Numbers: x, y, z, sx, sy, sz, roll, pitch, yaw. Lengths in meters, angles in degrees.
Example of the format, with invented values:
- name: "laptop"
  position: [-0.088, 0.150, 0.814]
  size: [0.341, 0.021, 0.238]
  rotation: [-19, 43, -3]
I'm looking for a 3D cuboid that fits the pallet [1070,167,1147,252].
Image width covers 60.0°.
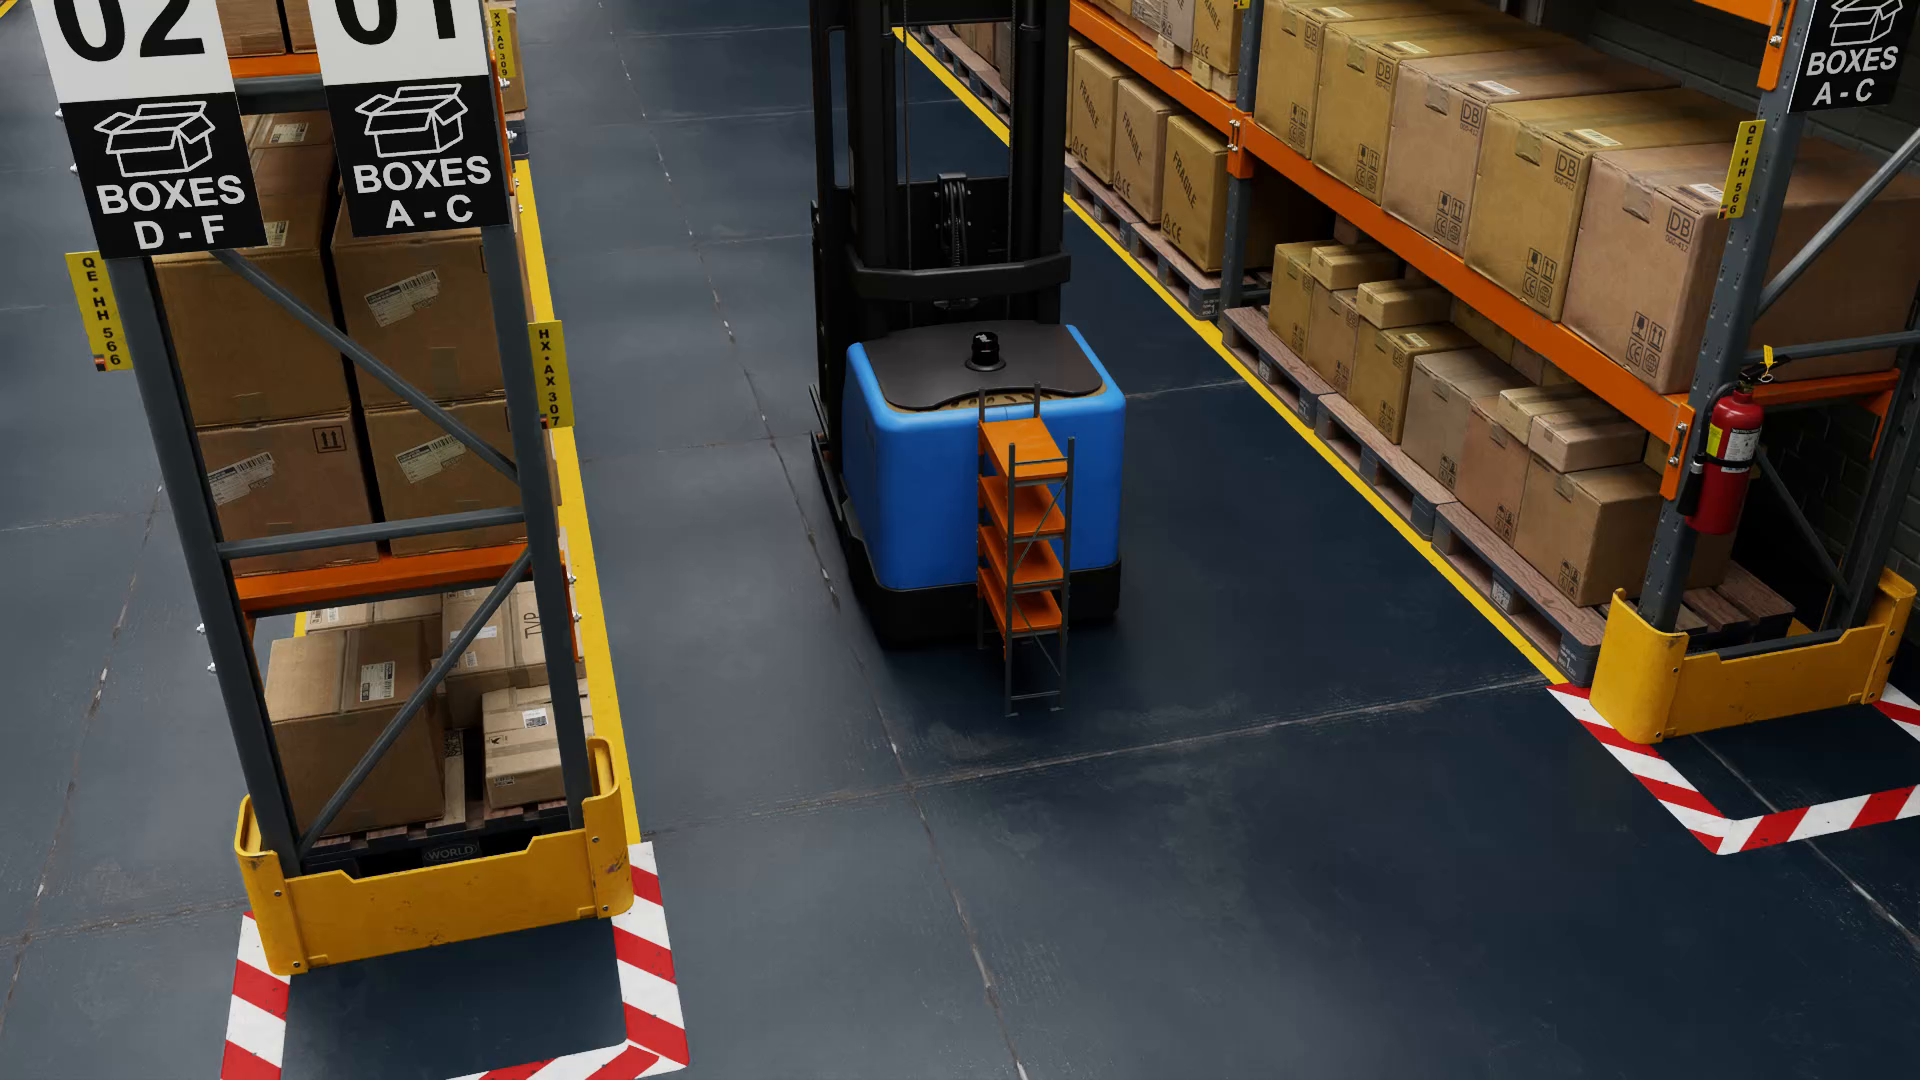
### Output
- name: "pallet"
  position: [1.430, -2.355, 11.607]
  size: [1.003, 0.211, 1.213]
  rotation: [-8, 31, -13]

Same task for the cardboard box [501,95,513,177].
- name: "cardboard box"
  position: [-1.816, -1.235, 5.792]
  size: [0.500, 0.500, 0.500]
  rotation: [-7, 31, -13]

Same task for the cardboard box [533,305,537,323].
- name: "cardboard box"
  position: [-2.316, -0.819, 8.227]
  size: [0.500, 0.500, 0.500]
  rotation: [-8, 31, -13]

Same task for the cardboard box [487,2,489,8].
- name: "cardboard box"
  position: [-2.357, -2.214, 7.483]
  size: [0.500, 0.500, 0.500]
  rotation: [-8, 31, -13]

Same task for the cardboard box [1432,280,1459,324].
- name: "cardboard box"
  position: [2.566, -1.207, 8.270]
  size: [0.380, 0.149, 0.250]
  rotation: [-8, 31, -13]

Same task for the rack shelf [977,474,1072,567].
- name: "rack shelf"
  position: [0.243, -0.091, 6.398]
  size: [0.258, 0.148, 0.480]
  rotation: [-6, 31, -11]

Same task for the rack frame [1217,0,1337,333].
- name: "rack frame"
  position: [2.035, -2.608, 9.262]
  size: [1.000, 3.000, 0.127]
  rotation: [-8, 31, -13]

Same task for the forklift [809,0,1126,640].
- name: "forklift"
  position: [-0.134, -1.577, 7.549]
  size: [1.130, 2.935, 3.031]
  rotation: [-6, 31, -11]

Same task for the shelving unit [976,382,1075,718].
- name: "shelving unit"
  position: [0.243, 0.044, 6.476]
  size: [0.258, 1.200, 0.503]
  rotation: [-6, 31, -11]

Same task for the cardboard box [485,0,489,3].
- name: "cardboard box"
  position: [-1.690, -1.775, 4.977]
  size: [0.500, 0.250, 0.500]
  rotation: [-8, 31, -13]

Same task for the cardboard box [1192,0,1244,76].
- name: "cardboard box"
  position: [1.669, -2.979, 9.485]
  size: [0.500, 0.500, 0.500]
  rotation: [-8, 31, -14]

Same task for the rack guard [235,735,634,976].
- name: "rack guard"
  position: [-1.699, 1.029, 5.473]
  size: [1.175, 0.500, 0.348]
  rotation: [-8, 31, -13]

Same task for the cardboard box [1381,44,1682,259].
- name: "cardboard box"
  position: [2.554, -1.771, 7.515]
  size: [0.980, 0.700, 0.700]
  rotation: [-9, 31, -16]

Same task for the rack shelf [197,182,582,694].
- name: "rack shelf"
  position: [-2.210, -0.671, 6.633]
  size: [1.077, 0.370, 4.000]
  rotation: [-8, 31, -13]

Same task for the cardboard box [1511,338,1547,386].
- name: "cardboard box"
  position: [2.771, -0.836, 7.629]
  size: [0.380, 0.149, 0.250]
  rotation: [-7, 31, -13]

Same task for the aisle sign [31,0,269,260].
- name: "aisle sign"
  position: [-1.956, -1.068, 4.005]
  size: [0.394, 0.787, 0.004]
  rotation: [-8, 31, -13]

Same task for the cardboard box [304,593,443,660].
- name: "cardboard box"
  position: [-2.284, 0.291, 6.559]
  size: [0.500, 0.250, 0.500]
  rotation: [-8, 31, -13]

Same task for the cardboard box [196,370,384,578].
- name: "cardboard box"
  position: [-2.060, -0.239, 5.070]
  size: [0.500, 0.500, 0.500]
  rotation: [-7, 31, -12]

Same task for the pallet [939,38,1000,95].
- name: "pallet"
  position: [0.447, -4.299, 14.967]
  size: [1.003, 0.211, 1.213]
  rotation: [-8, 31, -13]

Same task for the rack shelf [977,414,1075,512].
- name: "rack shelf"
  position: [0.243, -0.296, 6.279]
  size: [0.258, 0.148, 0.480]
  rotation: [-6, 31, -11]

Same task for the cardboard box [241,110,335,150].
- name: "cardboard box"
  position: [-2.339, -1.164, 5.669]
  size: [0.500, 0.500, 0.500]
  rotation: [-7, 31, -12]

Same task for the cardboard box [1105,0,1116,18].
- name: "cardboard box"
  position: [1.205, -3.633, 11.263]
  size: [0.380, 0.149, 0.250]
  rotation: [-7, 31, -13]

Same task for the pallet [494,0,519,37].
- name: "pallet"
  position: [-3.555, -3.479, 10.958]
  size: [1.213, 0.211, 1.003]
  rotation: [-8, 31, -13]

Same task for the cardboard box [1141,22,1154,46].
- name: "cardboard box"
  position: [1.377, -3.253, 10.607]
  size: [0.380, 0.149, 0.250]
  rotation: [-9, 31, -15]

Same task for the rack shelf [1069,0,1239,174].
- name: "rack shelf"
  position: [1.504, -3.263, 11.111]
  size: [1.077, 0.370, 4.000]
  rotation: [-8, 31, -13]

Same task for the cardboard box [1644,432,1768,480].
- name: "cardboard box"
  position: [3.040, -0.348, 6.786]
  size: [0.380, 0.149, 0.250]
  rotation: [-8, 31, -13]

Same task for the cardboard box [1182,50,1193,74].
- name: "cardboard box"
  position: [1.557, -2.884, 9.969]
  size: [0.380, 0.149, 0.250]
  rotation: [-7, 31, -12]

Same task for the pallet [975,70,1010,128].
- name: "pallet"
  position: [0.767, -3.711, 13.951]
  size: [1.003, 0.211, 1.213]
  rotation: [-8, 31, -13]

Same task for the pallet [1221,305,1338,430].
- name: "pallet"
  position: [2.161, -1.024, 9.308]
  size: [1.003, 0.211, 1.213]
  rotation: [-8, 31, -13]

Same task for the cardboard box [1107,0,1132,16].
- name: "cardboard box"
  position: [1.261, -3.708, 10.745]
  size: [0.500, 0.500, 0.500]
  rotation: [-7, 31, -12]

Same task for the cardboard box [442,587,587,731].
- name: "cardboard box"
  position: [-1.682, 0.442, 6.298]
  size: [0.500, 0.250, 0.500]
  rotation: [-8, 31, -13]

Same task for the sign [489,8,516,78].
- name: "sign"
  position: [-2.219, -2.399, 8.035]
  size: [0.100, 0.325, 0.005]
  rotation: [-8, 31, -13]

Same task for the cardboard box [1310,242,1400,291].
- name: "cardboard box"
  position: [2.049, -1.425, 8.646]
  size: [0.380, 0.149, 0.250]
  rotation: [-7, 31, -12]

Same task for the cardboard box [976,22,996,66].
- name: "cardboard box"
  position: [0.548, -4.490, 14.569]
  size: [0.700, 0.500, 0.500]
  rotation: [-8, 31, -14]

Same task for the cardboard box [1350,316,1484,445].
- name: "cardboard box"
  position: [2.398, -0.842, 8.287]
  size: [0.700, 0.500, 0.500]
  rotation: [-7, 31, -12]

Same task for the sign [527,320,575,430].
- name: "sign"
  position: [-1.156, -0.463, 4.691]
  size: [0.100, 0.325, 0.005]
  rotation: [-8, 31, -13]

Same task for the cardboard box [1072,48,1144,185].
- name: "cardboard box"
  position: [1.268, -2.995, 11.657]
  size: [0.750, 0.750, 0.750]
  rotation: [-8, 31, -14]

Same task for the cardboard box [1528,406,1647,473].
- name: "cardboard box"
  position: [2.604, -0.420, 6.909]
  size: [0.380, 0.149, 0.250]
  rotation: [-8, 31, -14]

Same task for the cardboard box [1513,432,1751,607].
- name: "cardboard box"
  position: [2.814, -0.101, 7.007]
  size: [0.700, 0.500, 0.500]
  rotation: [-8, 31, -13]
